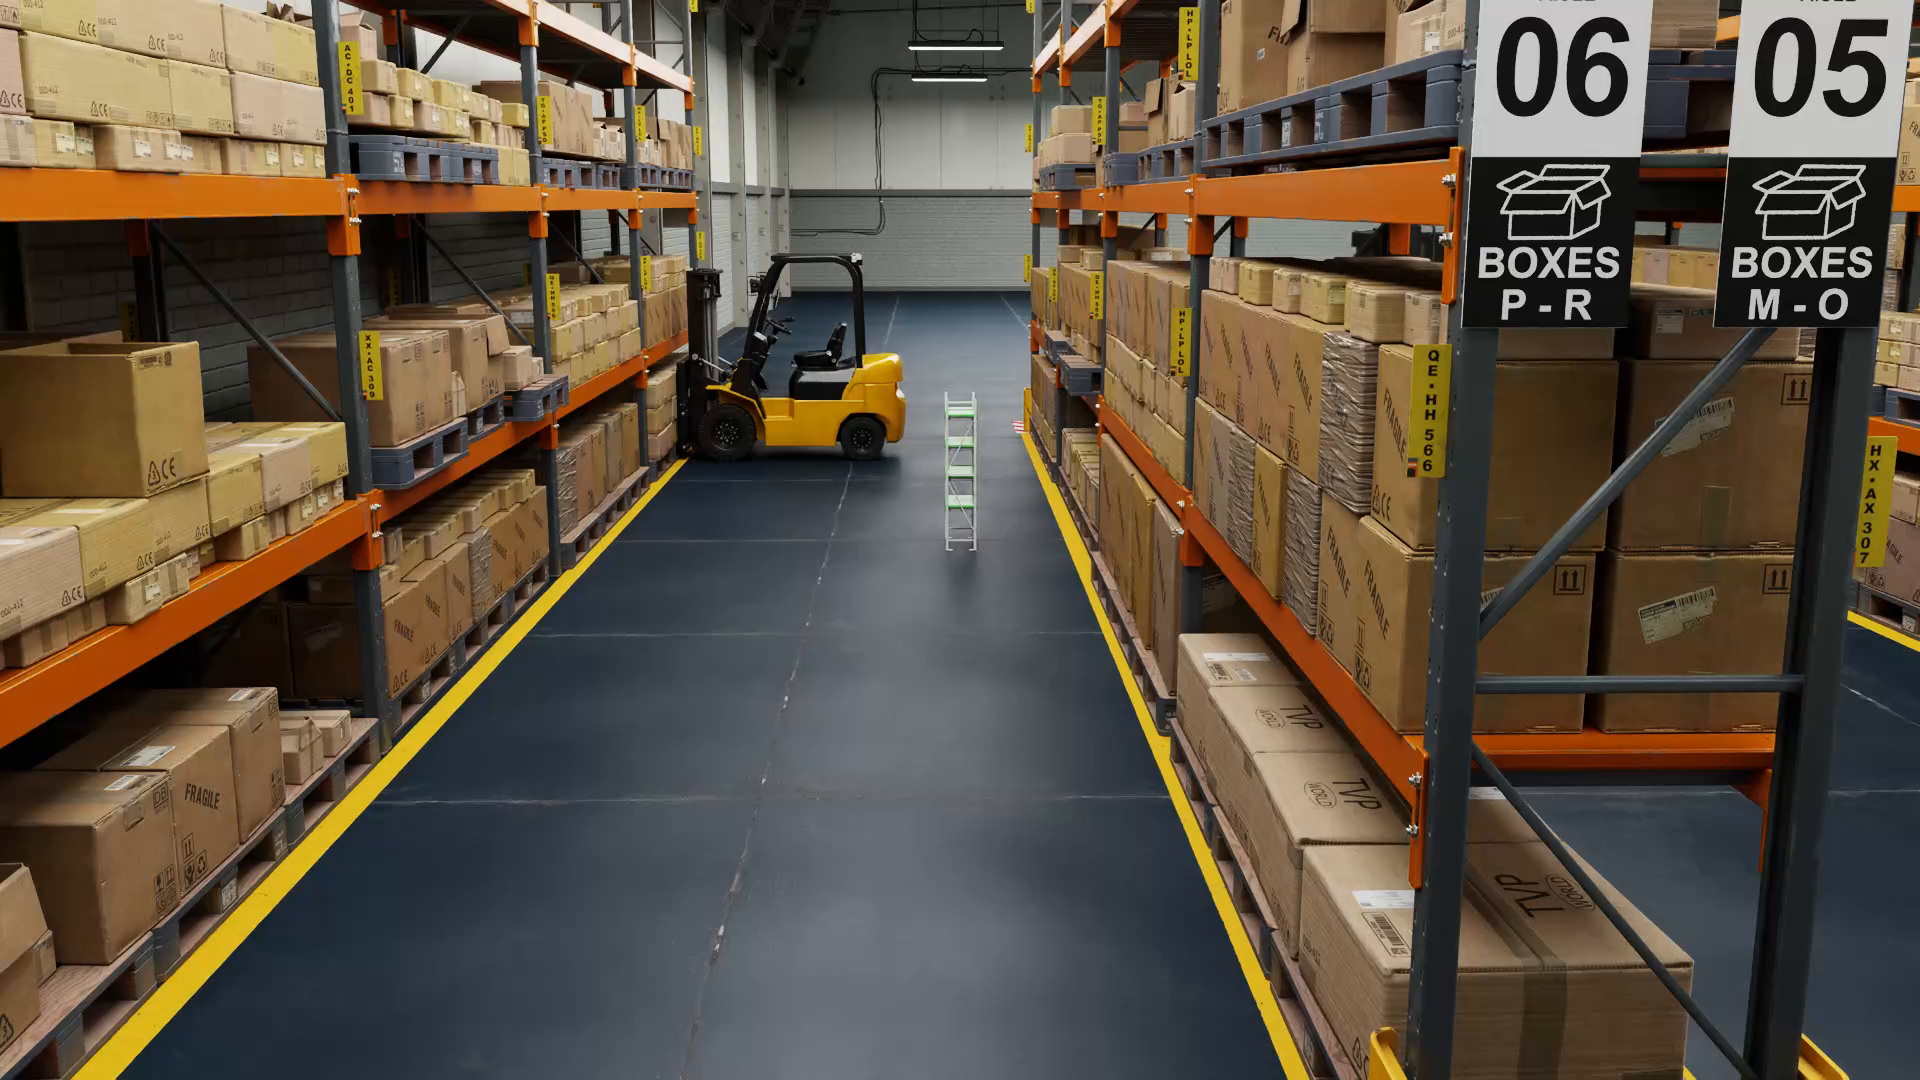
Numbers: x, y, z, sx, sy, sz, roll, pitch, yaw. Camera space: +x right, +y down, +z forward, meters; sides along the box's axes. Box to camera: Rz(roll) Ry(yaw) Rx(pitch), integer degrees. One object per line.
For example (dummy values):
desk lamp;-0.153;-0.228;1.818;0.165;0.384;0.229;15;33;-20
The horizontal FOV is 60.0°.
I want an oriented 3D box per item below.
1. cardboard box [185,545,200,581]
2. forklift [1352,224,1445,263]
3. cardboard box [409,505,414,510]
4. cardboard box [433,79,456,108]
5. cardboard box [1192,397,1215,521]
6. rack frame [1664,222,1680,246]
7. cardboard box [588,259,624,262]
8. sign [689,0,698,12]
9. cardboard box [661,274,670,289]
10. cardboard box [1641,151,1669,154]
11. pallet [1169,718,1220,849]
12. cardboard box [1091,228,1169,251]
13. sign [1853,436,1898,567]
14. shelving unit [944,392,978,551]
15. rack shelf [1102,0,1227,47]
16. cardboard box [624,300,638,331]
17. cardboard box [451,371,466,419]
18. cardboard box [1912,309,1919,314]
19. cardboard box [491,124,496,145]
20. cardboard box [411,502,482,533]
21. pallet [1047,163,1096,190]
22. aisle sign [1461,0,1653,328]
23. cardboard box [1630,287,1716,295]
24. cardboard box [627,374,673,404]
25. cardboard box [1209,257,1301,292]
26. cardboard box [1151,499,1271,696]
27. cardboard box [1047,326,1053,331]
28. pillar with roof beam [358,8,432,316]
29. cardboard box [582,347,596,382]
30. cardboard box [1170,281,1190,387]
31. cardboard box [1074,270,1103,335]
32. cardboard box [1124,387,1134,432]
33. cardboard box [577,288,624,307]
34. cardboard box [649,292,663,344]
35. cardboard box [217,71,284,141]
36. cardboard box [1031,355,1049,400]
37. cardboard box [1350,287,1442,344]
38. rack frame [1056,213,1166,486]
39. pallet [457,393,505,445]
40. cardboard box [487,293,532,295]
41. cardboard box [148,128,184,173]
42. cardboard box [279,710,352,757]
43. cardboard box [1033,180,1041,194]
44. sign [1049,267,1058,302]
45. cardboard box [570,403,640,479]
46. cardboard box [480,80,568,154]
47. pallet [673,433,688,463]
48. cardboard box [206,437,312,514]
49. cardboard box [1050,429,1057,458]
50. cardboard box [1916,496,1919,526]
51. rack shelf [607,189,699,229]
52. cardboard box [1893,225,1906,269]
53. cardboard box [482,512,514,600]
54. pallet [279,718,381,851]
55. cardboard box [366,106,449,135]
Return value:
cardboard box;-3.083;0.089;6.207;0.380;0.149;0.250;0;11;-1
forklift;3.381;-1.148;11.846;1.130;2.935;3.031;0;11;1
cardboard box;-3.763;-0.235;10.775;0.380;0.149;0.250;-1;11;-4
cardboard box;-3.019;-2.468;9.210;0.380;0.149;0.250;0;11;-1
cardboard box;1.354;-0.379;7.631;0.500;0.500;0.500;0;11;1
rack frame;6.388;-2.055;16.144;1.000;3.000;0.127;0;11;-1
cardboard box;-3.808;-2.926;17.806;0.380;0.149;0.250;0;11;-1
sign;-3.062;-6.225;19.059;0.100;0.325;0.005;0;11;-1
cardboard box;-3.277;-2.732;17.599;0.380;0.149;0.250;0;11;-2
cardboard box;6.157;-3.377;14.440;0.380;0.149;0.250;0;11;-1
pallet;1.544;1.094;7.636;1.003;0.211;1.213;0;11;-1
cardboard box;1.648;-2.788;16.241;0.700;0.500;0.500;0;11;-2
sign;2.244;-0.093;4.098;0.100;0.325;0.005;0;11;-1
shelving unit;0.003;-0.555;13.278;0.258;1.200;0.503;0;11;-1
rack shelf;1.565;-3.213;9.580;1.077;0.370;4.000;0;11;-1
cardboard box;-3.256;-2.068;15.329;0.500;0.250;0.500;0;11;-2
cardboard box;-3.001;-0.821;9.342;0.396;0.266;0.258;0;11;2
cardboard box;6.939;-1.538;11.677;0.380;0.149;0.250;-1;11;-3
cardboard box;-3.225;-2.617;10.743;0.380;0.149;0.250;0;11;0
cardboard box;-3.176;-0.136;10.284;0.380;0.149;0.250;-1;11;-4
pallet;1.372;-3.063;14.041;1.213;0.211;1.003;0;11;-1
aisle sign;1.380;-0.888;3.851;0.394;0.787;0.004;0;11;-1
cardboard box;1.991;-0.662;4.878;0.380;0.149;0.250;0;11;1
cardboard box;-3.218;-1.541;16.954;0.500;0.250;0.500;0;11;-1
cardboard box;1.353;-1.217;7.617;0.380;0.149;0.250;0;11;-2
cardboard box;1.513;0.288;8.881;0.875;0.875;0.875;0;11;1
cardboard box;1.105;-2.156;17.273;0.380;0.149;0.250;0;11;-2
pillar with roof beam;-0.063;-4.411;12.671;9.100;9.000;0.400;0;11;-1
cardboard box;-3.227;-1.416;13.373;0.500;0.250;0.500;-1;11;-3
cardboard box;1.346;-1.051;8.429;0.500;0.500;0.500;0;11;1
cardboard box;1.203;-1.912;13.384;0.500;0.500;0.500;-1;12;-5
cardboard box;1.315;-0.841;10.538;0.500;0.250;0.500;0;11;1
cardboard box;-3.179;-2.141;14.687;0.380;0.149;0.250;-1;11;-3
cardboard box;-3.297;-2.235;16.780;0.500;0.500;0.500;0;11;0
cardboard box;-3.075;-1.747;6.712;0.500;0.250;0.500;-1;11;-3
cardboard box;1.099;-1.869;19.201;0.500;0.500;0.500;-1;11;-3
cardboard box;1.362;-0.658;4.860;0.380;0.149;0.250;0;11;-2
rack frame;1.441;-2.014;15.944;1.000;3.000;0.127;0;11;-1
pallet;-3.394;-0.718;10.034;1.003;0.211;1.213;0;11;-1
cardboard box;-3.744;-1.986;13.922;0.380;0.149;0.250;0;11;-1
cardboard box;-2.992;-1.374;5.874;0.380;0.149;0.250;0;11;0
cardboard box;-3.051;0.898;7.703;0.380;0.149;0.250;-1;11;-3
cardboard box;1.040;-4.089;19.259;0.380;0.149;0.250;0;11;-1
sign;0.898;-2.435;15.840;0.100;0.325;0.005;0;11;-1
cardboard box;-3.500;-0.932;15.523;0.875;0.625;0.625;0;11;1
cardboard box;-3.210;-3.117;12.276;0.500;0.500;0.500;0;11;-1
pallet;-3.524;-1.028;18.096;1.003;0.211;1.213;0;11;-1
cardboard box;-3.077;-0.276;7.002;0.500;0.250;0.500;0;11;-1
cardboard box;1.160;-0.989;16.750;0.500;0.250;0.500;0;11;1
cardboard box;6.262;-0.167;10.183;0.500;0.250;0.500;-1;11;-4
rack shelf;-3.563;-3.508;17.573;1.077;0.370;4.000;0;11;-1
cardboard box;11.008;-3.325;18.891;0.500;0.500;0.500;0;11;-1
cardboard box;-3.202;0.108;10.714;0.500;0.500;0.500;0;11;1
pallet;-3.343;1.100;7.606;1.003;0.211;1.213;0;11;-1
cardboard box;-2.988;-2.269;8.978;0.380;0.149;0.250;0;11;-2
